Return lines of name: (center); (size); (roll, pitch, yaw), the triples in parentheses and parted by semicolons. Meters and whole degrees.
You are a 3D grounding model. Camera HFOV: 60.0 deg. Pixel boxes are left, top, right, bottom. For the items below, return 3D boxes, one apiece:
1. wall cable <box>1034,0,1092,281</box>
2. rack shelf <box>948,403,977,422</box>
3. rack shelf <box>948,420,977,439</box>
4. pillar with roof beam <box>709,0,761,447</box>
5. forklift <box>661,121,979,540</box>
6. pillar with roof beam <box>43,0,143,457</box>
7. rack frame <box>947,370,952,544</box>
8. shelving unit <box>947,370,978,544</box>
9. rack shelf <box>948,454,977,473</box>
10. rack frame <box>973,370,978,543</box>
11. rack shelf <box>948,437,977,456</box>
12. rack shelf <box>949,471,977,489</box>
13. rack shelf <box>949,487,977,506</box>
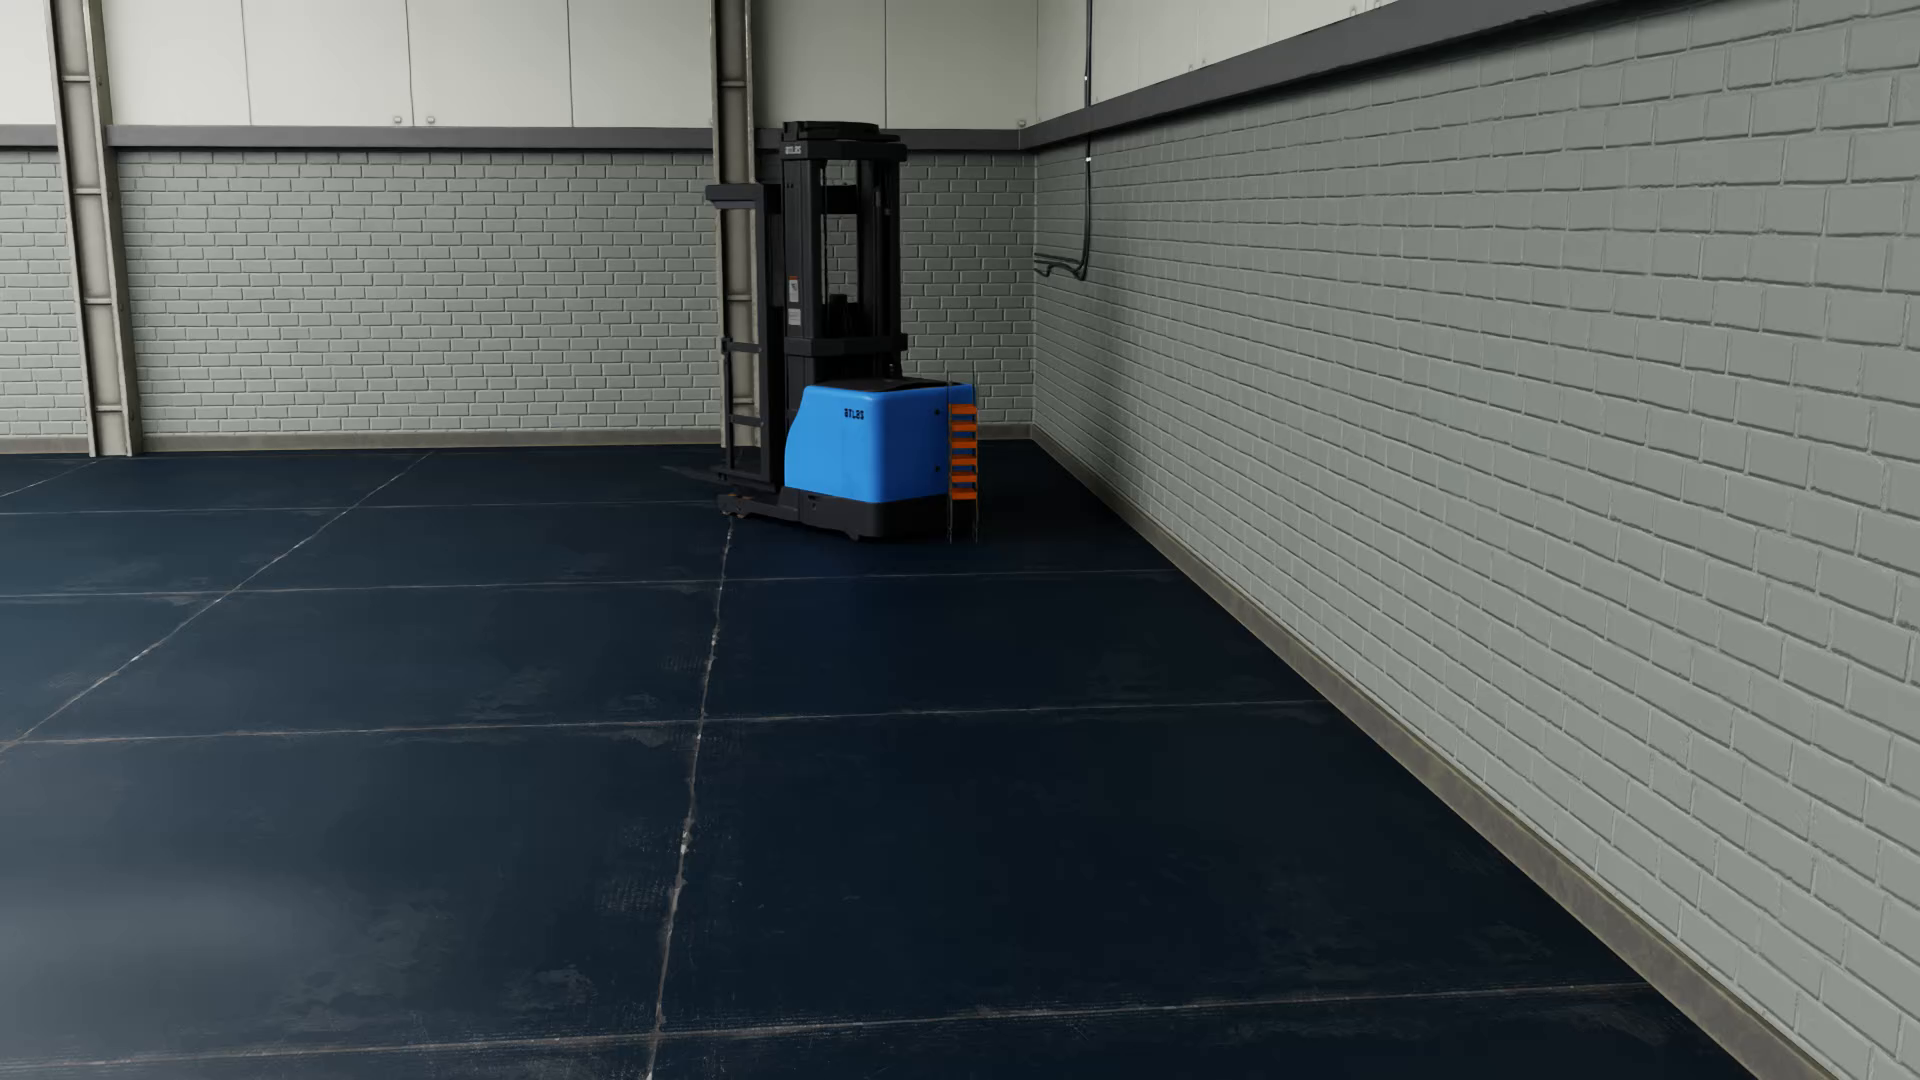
wall cable: (0.875, -3.657, 15.192); (0.112, 2.526, 3.097); (-1, 11, -6)
rack shelf: (0.016, -0.899, 11.691); (0.180, 0.103, 0.258); (-1, 11, -6)
rack shelf: (0.016, -0.781, 11.714); (0.180, 0.103, 0.258); (-1, 11, -6)
pillar with roof beam: (-1.731, -4.547, 11.671); (0.400, 9.000, 9.100); (-1, 11, -6)
forklift: (-1.223, -1.661, 12.719); (1.130, 2.935, 3.031); (-10, 15, -41)
pillar with roof beam: (-7.696, -4.422, 11.035); (0.400, 9.000, 9.100); (-1, 11, -6)
rack frame: (-0.074, -0.587, 11.742); (0.006, 1.200, 0.240); (-1, 11, -6)
shelving unit: (0.017, -0.589, 11.751); (0.189, 1.200, 0.258); (-1, 11, -6)
rack shelf: (0.017, -0.545, 11.760); (0.180, 0.103, 0.258); (-1, 11, -6)
rack frame: (0.108, -0.591, 11.761); (0.006, 1.200, 0.240); (-1, 11, -6)
rack shelf: (0.017, -0.663, 11.737); (0.180, 0.103, 0.258); (-1, 11, -6)
rack shelf: (0.017, -0.428, 11.783); (0.180, 0.103, 0.258); (-1, 11, -6)
rack shelf: (0.017, -0.310, 11.806); (0.180, 0.103, 0.258); (-1, 11, -6)
